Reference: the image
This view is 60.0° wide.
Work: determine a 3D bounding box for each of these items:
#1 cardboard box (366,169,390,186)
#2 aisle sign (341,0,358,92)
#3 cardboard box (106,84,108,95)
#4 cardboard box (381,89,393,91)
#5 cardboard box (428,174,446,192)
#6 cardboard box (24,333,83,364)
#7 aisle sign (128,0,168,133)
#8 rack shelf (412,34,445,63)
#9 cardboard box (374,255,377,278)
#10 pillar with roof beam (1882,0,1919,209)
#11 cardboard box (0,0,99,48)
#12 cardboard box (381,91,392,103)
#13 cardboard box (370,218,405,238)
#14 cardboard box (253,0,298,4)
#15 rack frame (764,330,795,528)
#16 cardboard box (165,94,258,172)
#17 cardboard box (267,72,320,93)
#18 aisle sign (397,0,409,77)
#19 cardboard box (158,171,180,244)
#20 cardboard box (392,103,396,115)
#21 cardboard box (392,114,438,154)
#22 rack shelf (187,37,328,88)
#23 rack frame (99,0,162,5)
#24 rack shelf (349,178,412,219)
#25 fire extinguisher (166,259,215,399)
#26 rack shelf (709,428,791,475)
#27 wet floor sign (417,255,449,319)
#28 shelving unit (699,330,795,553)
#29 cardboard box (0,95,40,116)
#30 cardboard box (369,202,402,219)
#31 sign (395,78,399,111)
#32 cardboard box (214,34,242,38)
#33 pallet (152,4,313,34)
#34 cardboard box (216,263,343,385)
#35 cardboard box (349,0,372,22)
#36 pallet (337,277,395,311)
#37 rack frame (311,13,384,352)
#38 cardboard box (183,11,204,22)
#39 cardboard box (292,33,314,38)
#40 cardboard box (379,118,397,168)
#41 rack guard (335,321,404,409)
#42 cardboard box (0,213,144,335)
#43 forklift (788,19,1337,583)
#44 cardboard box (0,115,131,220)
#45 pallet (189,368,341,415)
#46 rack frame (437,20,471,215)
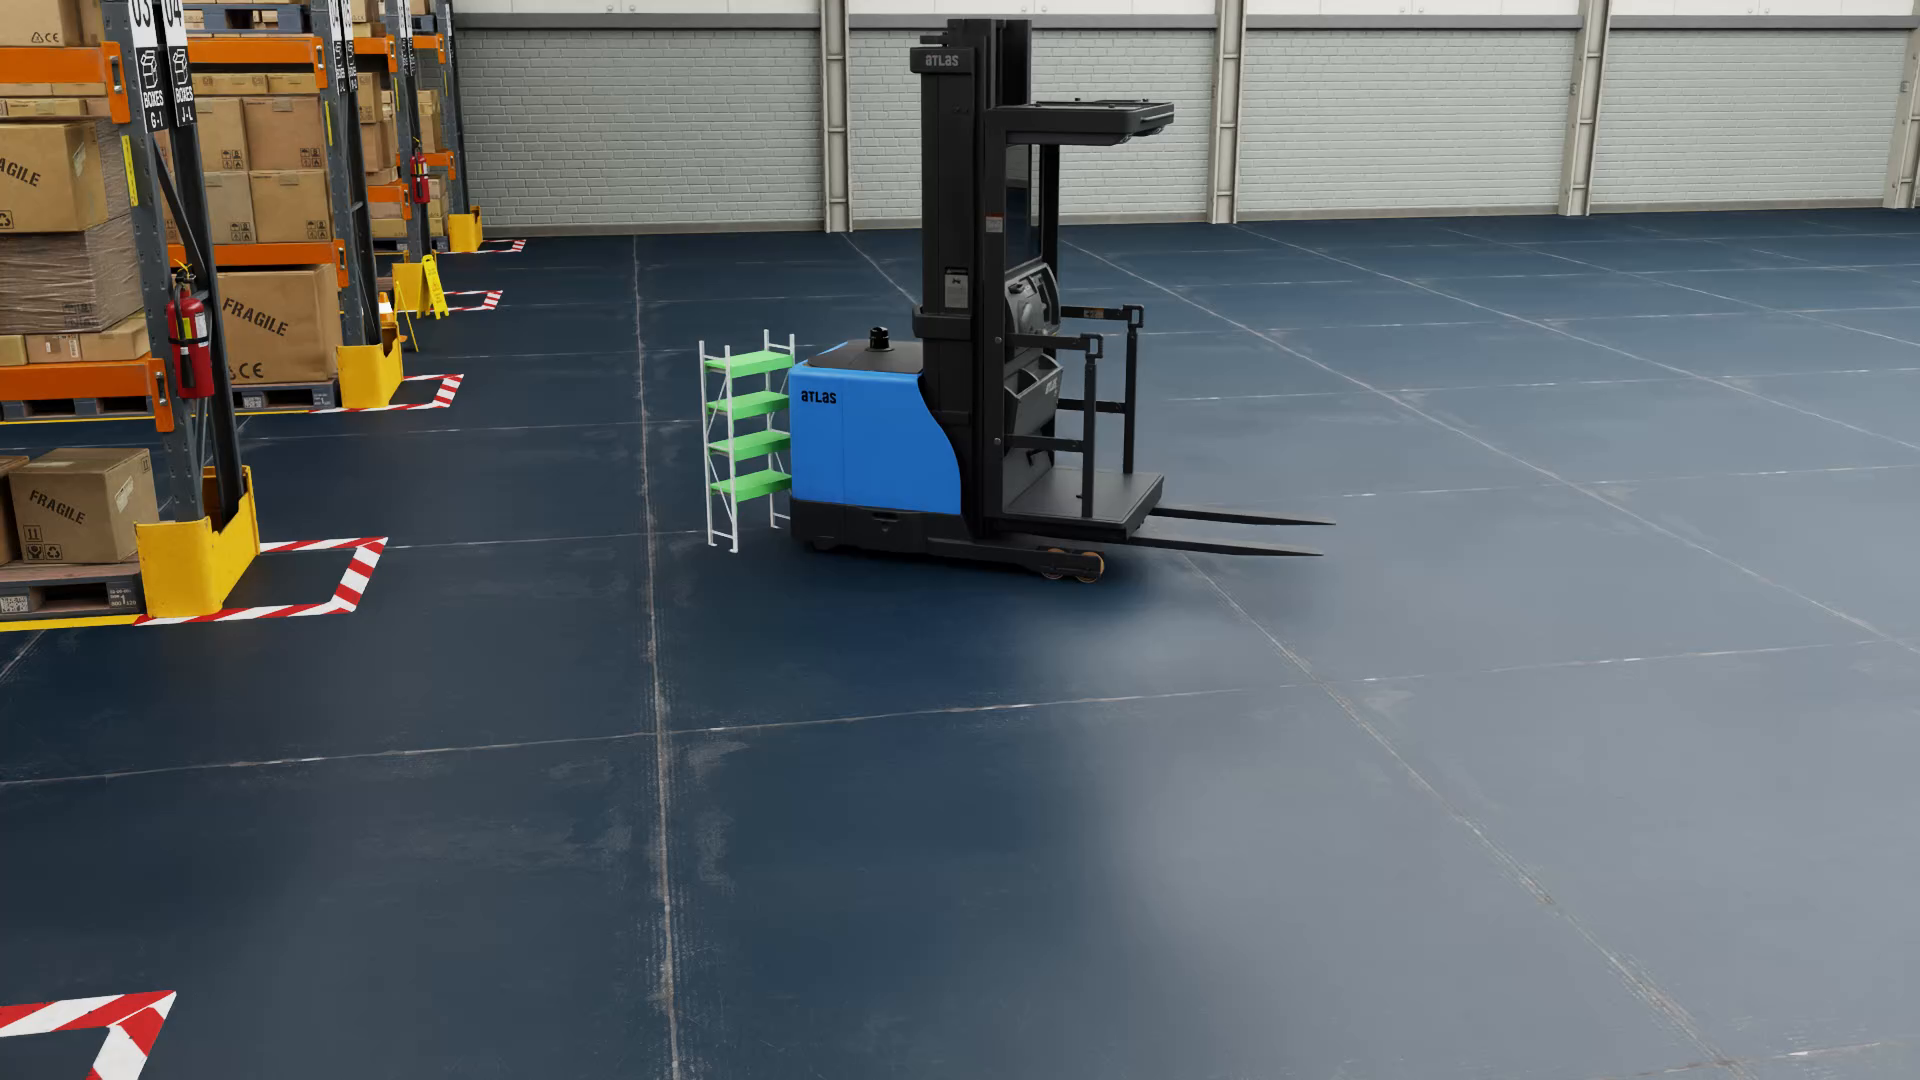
[{"bbox_3d":[-6.237,-3.865,17.714,0.250,0.149,0.380,-3,17,-9],"label":"cardboard box"},{"bbox_3d":[-4.859,-3.979,13.231,0.004,0.787,0.394,-3,17,-10],"label":"aisle sign"},{"bbox_3d":[-8.361,-4.517,17.029,0.500,0.500,0.700,-4,17,-12],"label":"cardboard box"},{"bbox_3d":[-7.746,-6.018,22.513,0.250,0.149,0.380,-3,17,-9],"label":"cardboard box"},{"bbox_3d":[-7.363,-4.890,22.890,0.500,0.250,0.500,-4,17,-11],"label":"cardboard box"},{"bbox_3d":[-4.516,-1.001,8.391,0.250,0.149,0.380,-3,17,-10],"label":"cardboard box"},{"bbox_3d":[-3.912,-2.370,7.993,0.004,0.787,0.394,-3,17,-10],"label":"aisle sign"},{"bbox_3d":[-8.819,-6.477,21.906,4.000,0.370,1.077,-3,17,-10],"label":"rack shelf"},{"bbox_3d":[-6.755,-2.989,18.401,0.500,0.250,0.500,-3,17,-11],"label":"cardboard box"},{"bbox_3d":[16.671,-8.683,22.754,0.400,9.000,9.100,-3,17,-10],"label":"pillar with roof beam"},{"bbox_3d":[-4.455,-2.473,7.900,0.500,0.250,0.500,-3,17,-9],"label":"cardboard box"},{"bbox_3d":[-7.655,-5.872,22.041,0.250,0.149,0.380,-3,17,-9],"label":"cardboard box"},{"bbox_3d":[-7.747,-4.242,22.483,0.500,0.250,0.500,-3,17,-10],"label":"cardboard box"},{"bbox_3d":[-5.134,-4.092,12.460,0.250,0.149,0.380,-3,17,-11],"label":"cardboard box"},{"bbox_3d":[-1.051,-0.633,9.828,0.240,1.200,0.015,15,22,39],"label":"rack frame"},{"bbox_3d":[-5.766,-3.167,12.920,0.550,0.550,0.875,-3,17,-10],"label":"cardboard box"},{"bbox_3d":[-6.869,-4.618,17.358,0.500,0.500,0.700,-3,17,-10],"label":"cardboard box"},{"bbox_3d":[-5.794,-5.230,17.303,0.004,0.787,0.394,-3,17,-10],"label":"aisle sign"},{"bbox_3d":[-6.337,-2.652,13.082,0.550,0.550,0.875,-3,17,-10],"label":"cardboard box"},{"bbox_3d":[-7.388,-5.733,22.094,0.250,0.149,0.380,-3,17,-10],"label":"cardboard box"},{"bbox_3d":[-7.289,-5.443,22.253,0.500,0.500,0.500,-4,17,-12],"label":"cardboard box"},{"bbox_3d":[-6.836,-3.625,12.621,4.000,0.370,1.077,-3,17,-10],"label":"rack shelf"},{"bbox_3d":[-4.030,-4.078,7.764,0.127,3.000,1.000,-3,17,-10],"label":"rack frame"},{"bbox_3d":[-7.874,-3.612,17.689,4.000,0.370,1.077,-3,17,-10],"label":"rack shelf"},{"bbox_3d":[-3.830,-1.047,8.244,0.183,0.674,0.296,-3,17,-10],"label":"fire extinguisher"},{"bbox_3d":[-1.213,-0.518,9.672,0.258,0.148,0.480,15,22,39],"label":"rack shelf"},{"bbox_3d":[-5.521,-2.644,17.322,0.232,0.644,0.267,3,17,9],"label":"wet floor sign"},{"bbox_3d":[-1.213,-0.579,9.654,0.258,1.200,0.503,15,22,39],"label":"shelving unit"},{"bbox_3d":[-7.356,-3.076,12.625,0.550,0.550,0.875,-3,17,-10],"label":"cardboard box"},{"bbox_3d":[-7.768,-4.481,22.410,0.500,0.250,0.500,-3,17,-11],"label":"cardboard box"},{"bbox_3d":[-5.825,-4.611,17.205,0.005,0.325,0.100,-3,17,-10],"label":"sign"},{"bbox_3d":[-7.470,-5.218,17.009,0.250,0.149,0.380,-4,17,-12],"label":"cardboard box"},{"bbox_3d":[-5.598,-3.993,12.746,1.213,0.211,1.003,-3,17,-10],"label":"pallet"},{"bbox_3d":[-5.525,-1.774,13.384,0.875,0.875,0.875,-3,17,-10],"label":"cardboard box"},{"bbox_3d":[-6.361,-5.466,17.138,0.500,0.250,0.500,-3,17,-11],"label":"cardboard box"},{"bbox_3d":[-6.789,-2.695,18.227,1.213,0.211,1.003,-3,17,-10],"label":"pallet"},{"bbox_3d":[-4.872,-2.646,13.318,0.127,3.000,1.000,-3,17,-10],"label":"rack frame"},{"bbox_3d":[-7.859,-5.379,16.856,0.500,0.250,0.500,-3,17,-10],"label":"cardboard box"},{"bbox_3d":[-6.713,-5.252,17.123,0.250,0.149,0.380,-3,17,-9],"label":"cardboard box"},{"bbox_3d":[-6.428,-4.311,18.062,0.500,0.500,0.500,-4,17,-11],"label":"cardboard box"},{"bbox_3d":[-4.848,-1.453,13.690,0.348,0.500,1.175,-3,17,-10],"label":"rack guard"},{"bbox_3d":[-4.575,-1.378,8.512,0.500,0.500,0.875,-3,17,-10],"label":"cardboard box"},{"bbox_3d":[0.593,-1.343,9.193,3.031,2.935,1.130,6,18,18],"label":"forklift"},{"bbox_3d":[-4.622,-1.927,8.595,0.500,0.500,0.500,-3,17,-10],"label":"cardboard box"},{"bbox_3d":[-5.642,-1.246,13.509,1.213,0.211,1.003,-3,17,-10],"label":"pallet"},{"bbox_3d":[-6.855,-5.498,22.604,0.127,3.000,1.000,-3,17,-10],"label":"rack frame"}]
